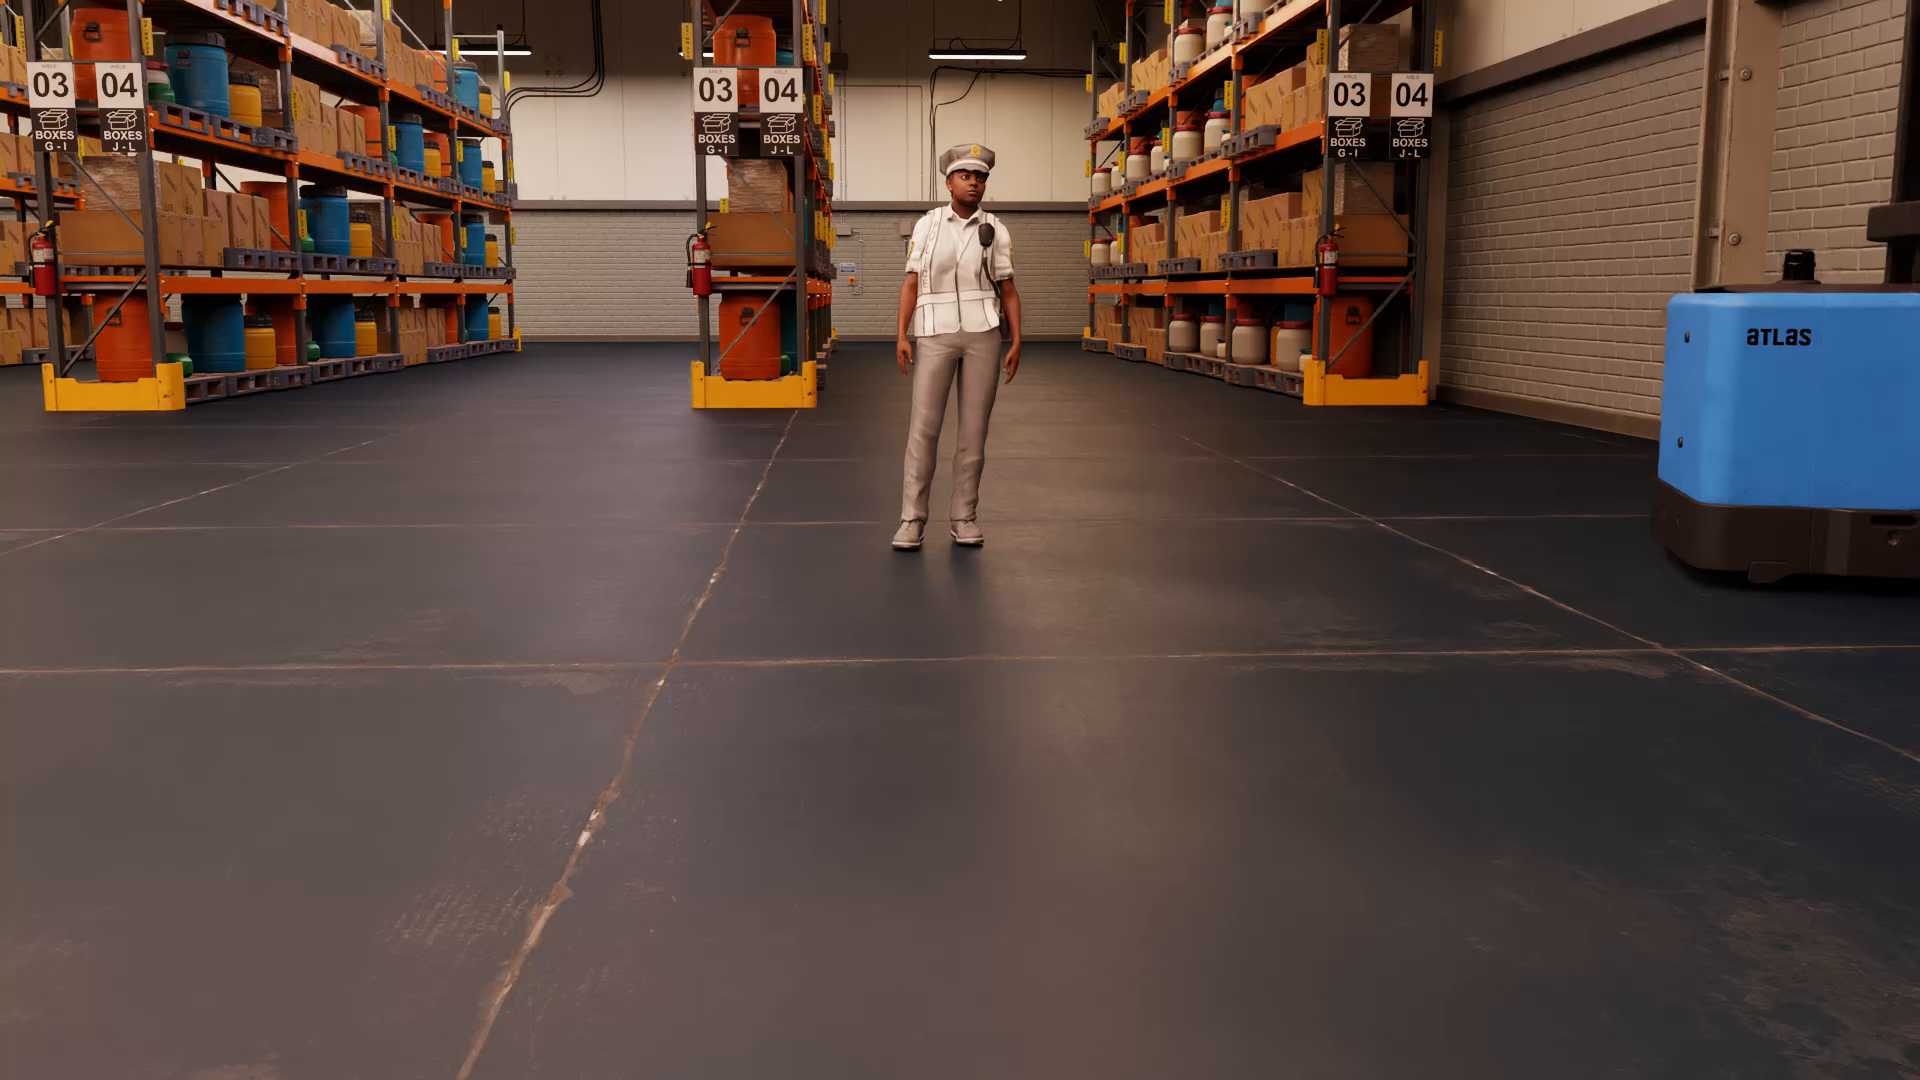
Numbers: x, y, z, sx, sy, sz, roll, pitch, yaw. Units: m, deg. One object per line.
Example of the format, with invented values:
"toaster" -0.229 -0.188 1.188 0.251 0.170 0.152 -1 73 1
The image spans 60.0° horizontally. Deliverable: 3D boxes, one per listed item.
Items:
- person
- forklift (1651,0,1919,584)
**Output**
"person" -0.015 -0.834 7.109 0.569 1.695 0.528 -1 8 -4
"forklift" 4.283 -1.293 6.036 3.031 2.935 1.130 2 9 13
